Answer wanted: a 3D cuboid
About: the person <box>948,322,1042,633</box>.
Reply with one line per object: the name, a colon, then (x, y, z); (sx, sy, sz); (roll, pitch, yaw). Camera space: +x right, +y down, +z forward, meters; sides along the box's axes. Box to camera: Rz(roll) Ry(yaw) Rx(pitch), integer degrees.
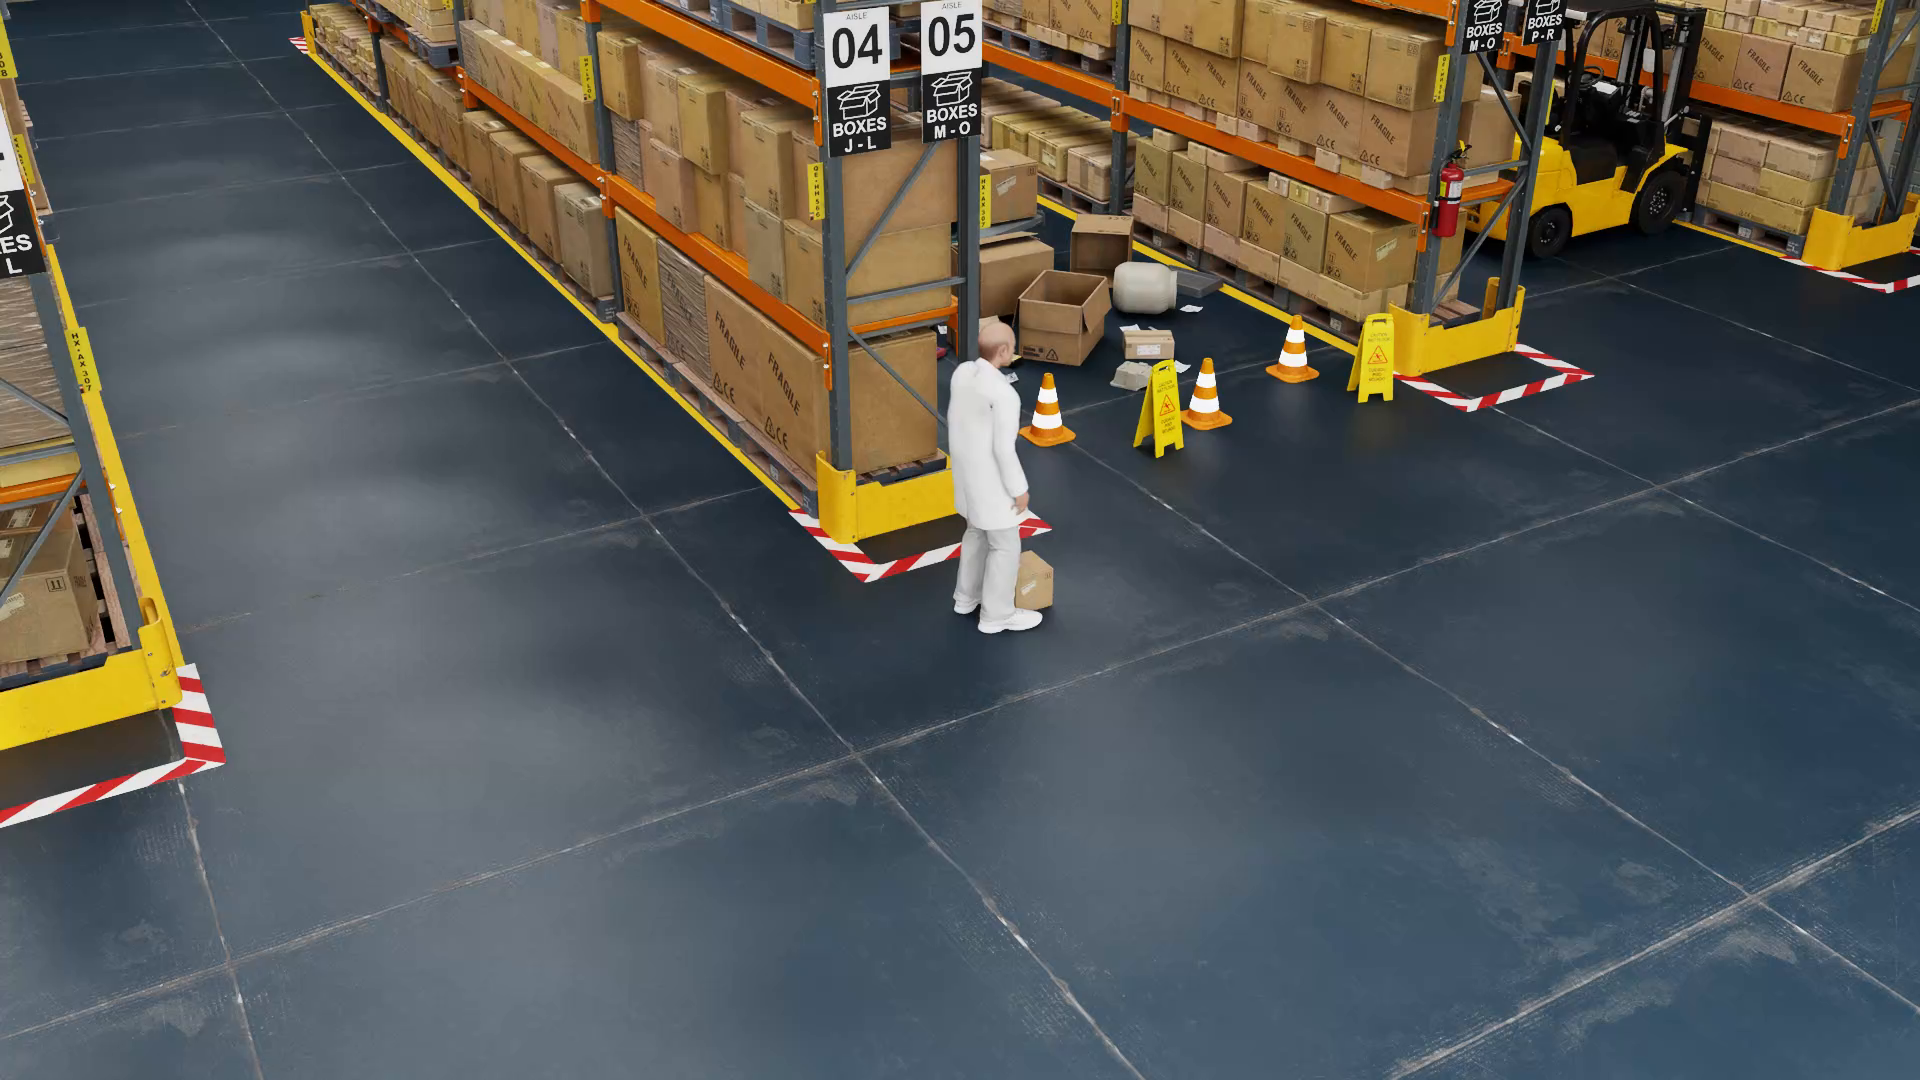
person: (0.165, -0.350, 9.241); (0.423, 1.759, 0.643); (-15, 32, -26)
